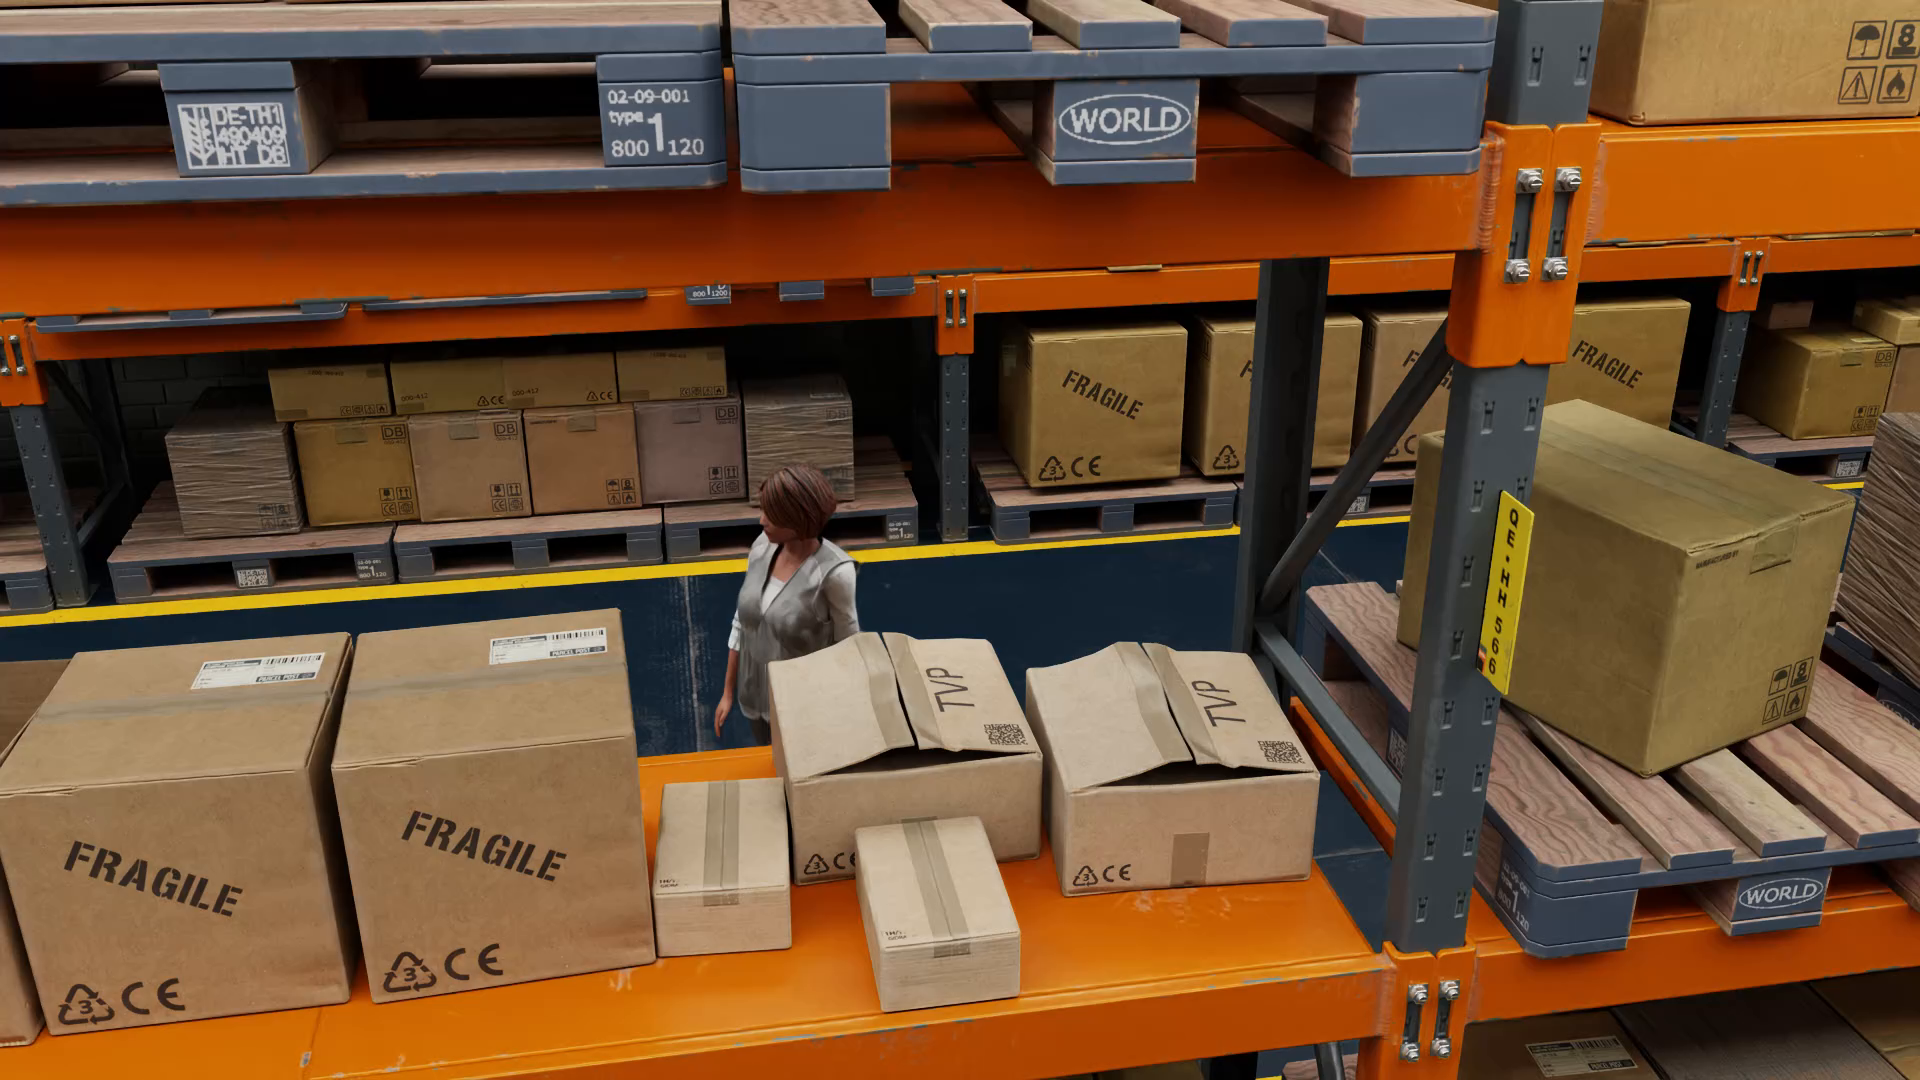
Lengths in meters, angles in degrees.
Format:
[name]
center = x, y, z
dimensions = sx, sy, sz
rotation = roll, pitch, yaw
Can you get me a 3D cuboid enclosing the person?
[person]
center = -0.547, 0.511, 4.980
dimensions = 0.435, 1.534, 0.958
rotation = 18, 30, 36
